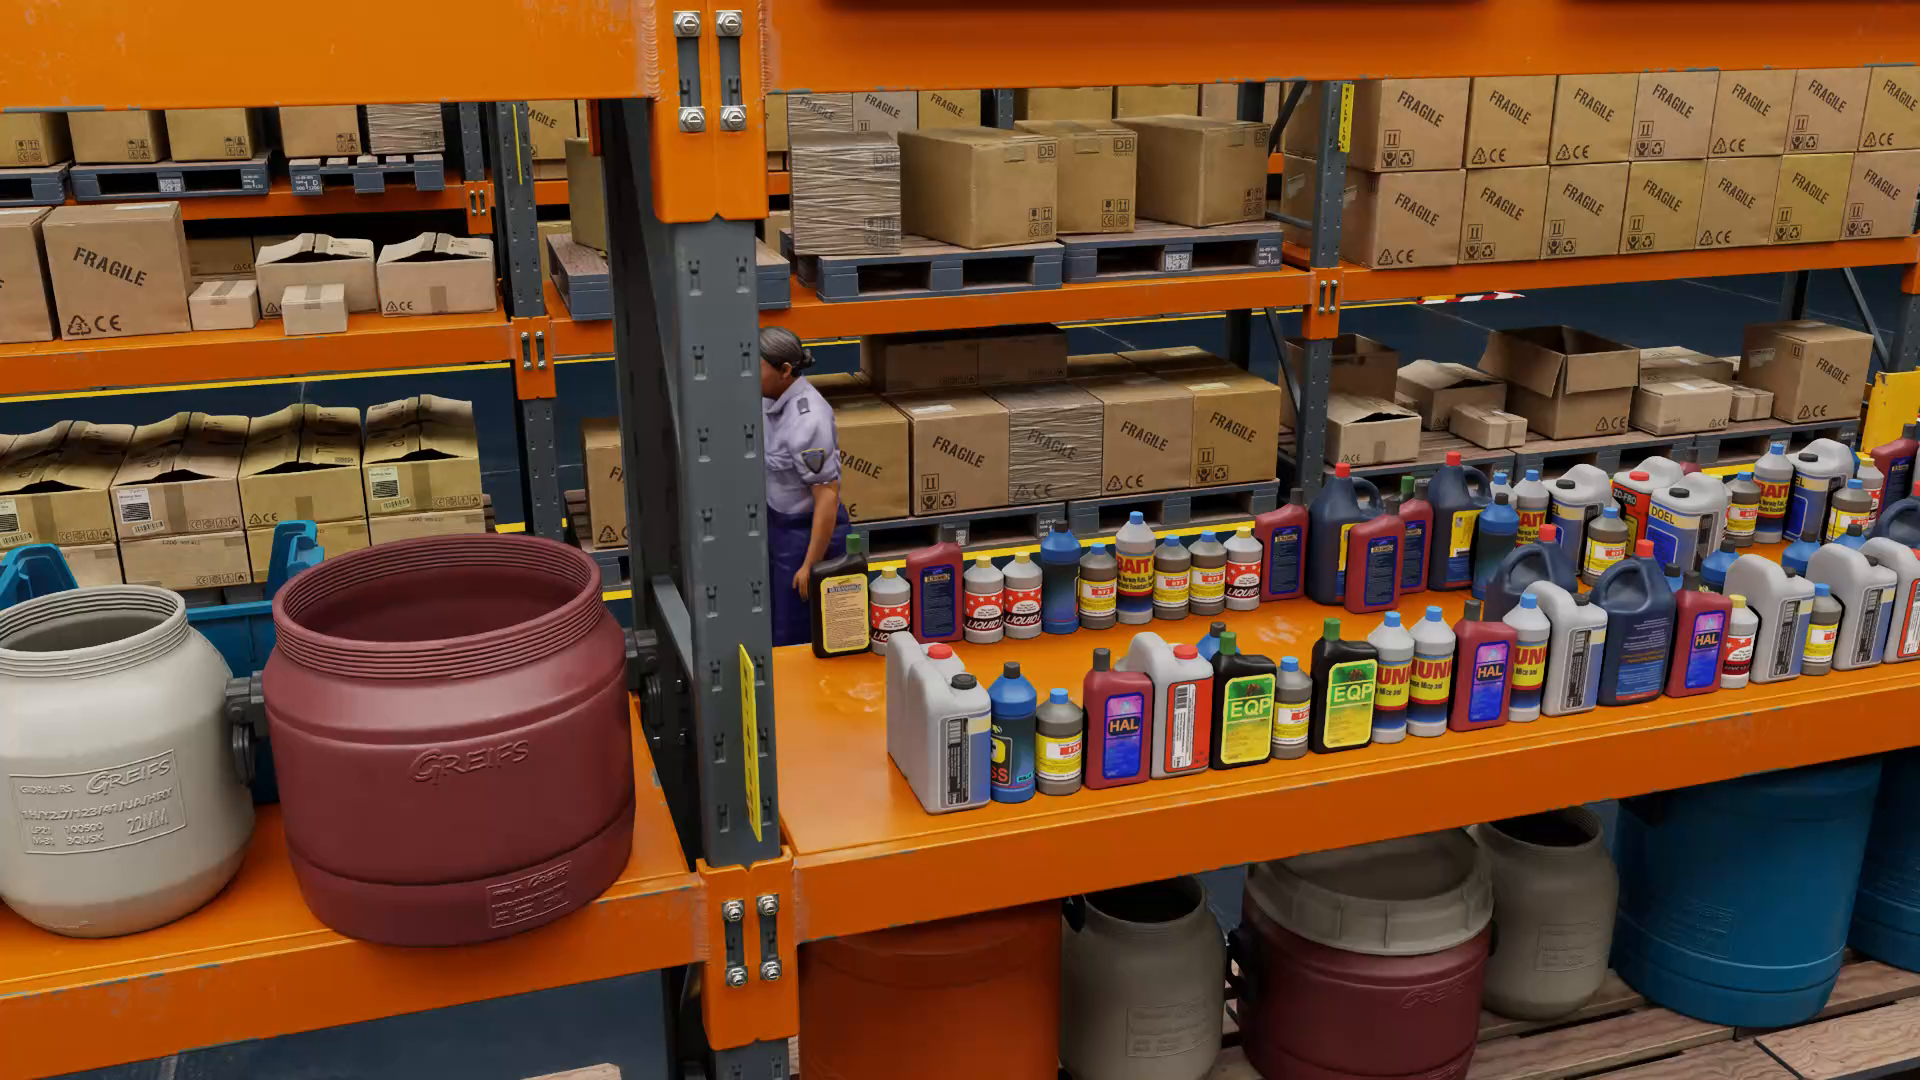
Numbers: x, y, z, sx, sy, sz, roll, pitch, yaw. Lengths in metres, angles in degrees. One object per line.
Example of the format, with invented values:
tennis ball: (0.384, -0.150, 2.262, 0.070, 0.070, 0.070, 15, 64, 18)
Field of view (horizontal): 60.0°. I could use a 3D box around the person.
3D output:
person: (-0.587, 0.026, 6.007, 0.375, 1.650, 0.545, -7, 21, -20)
